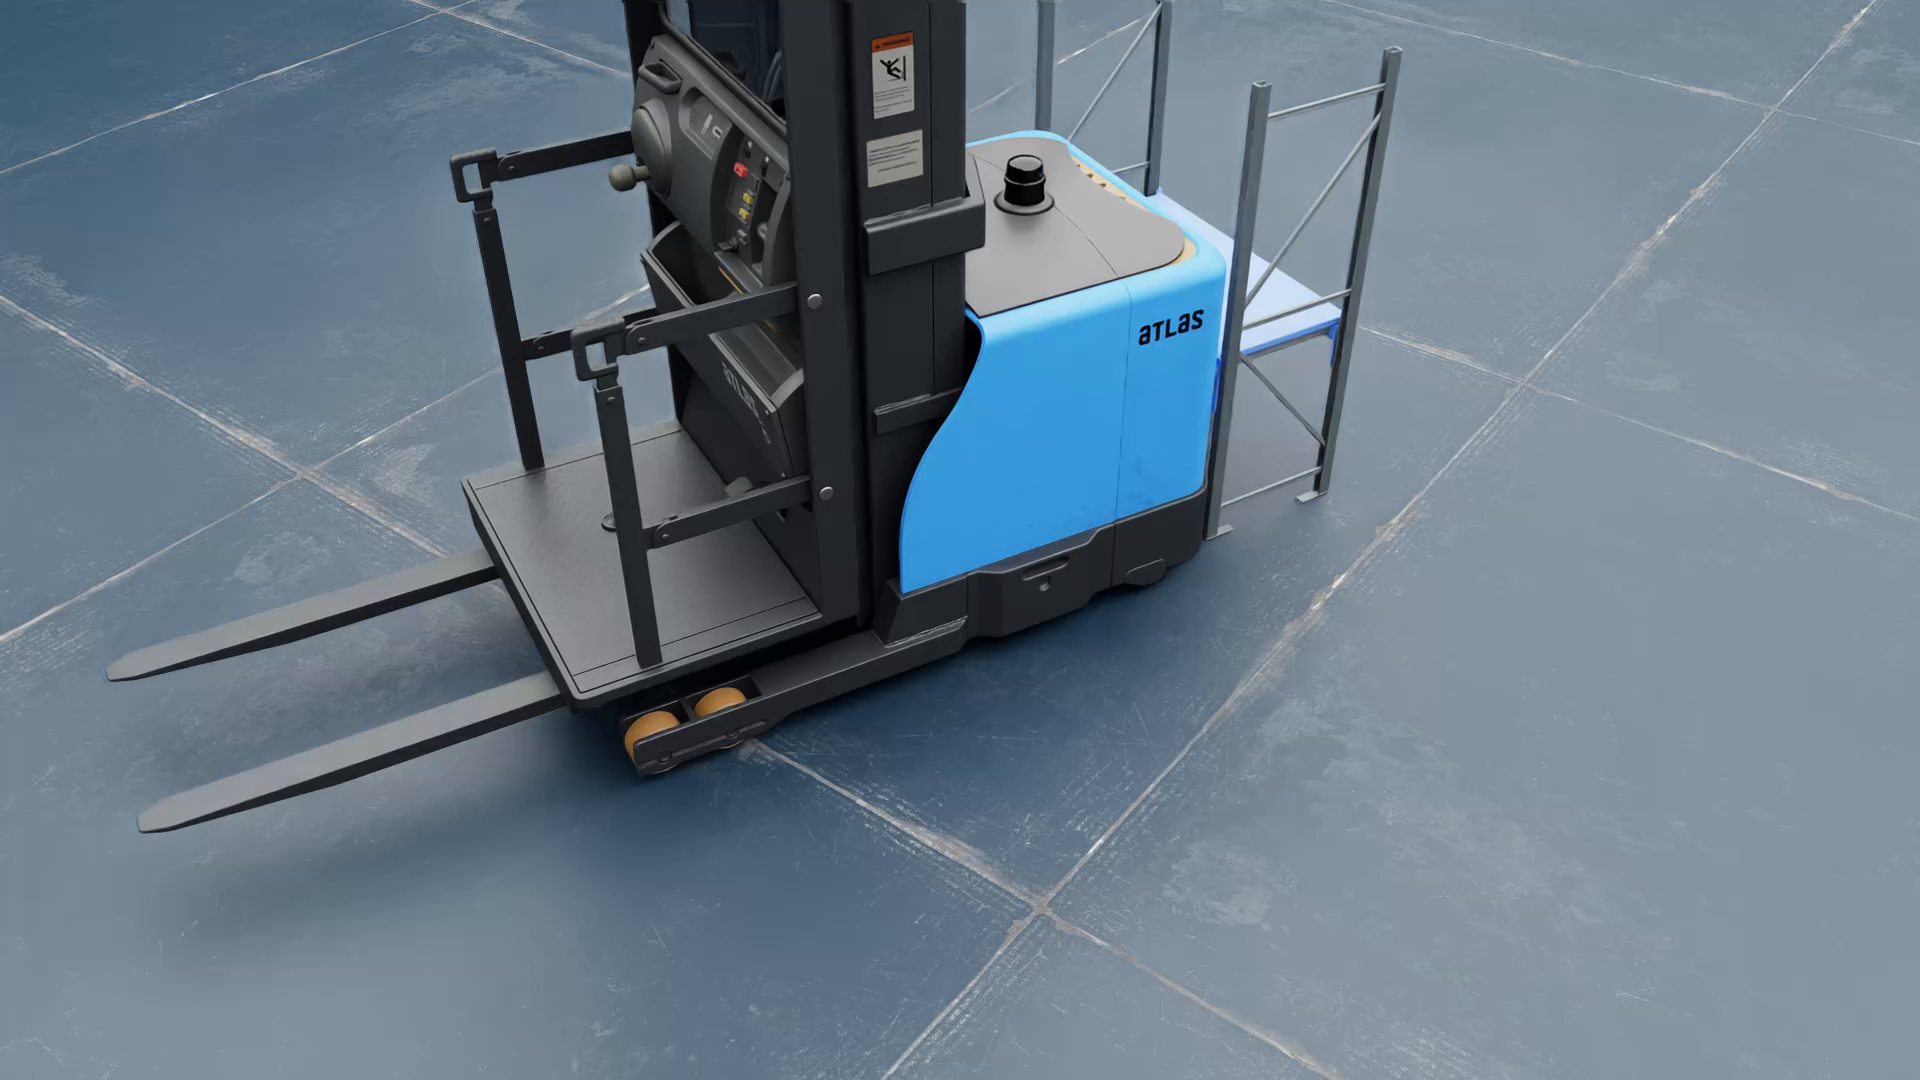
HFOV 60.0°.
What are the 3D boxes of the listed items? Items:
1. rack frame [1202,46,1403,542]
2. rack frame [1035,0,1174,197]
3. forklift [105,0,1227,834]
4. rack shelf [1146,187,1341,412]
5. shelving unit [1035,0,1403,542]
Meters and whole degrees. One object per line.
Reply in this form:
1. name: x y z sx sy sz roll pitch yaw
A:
1. rack frame: 0.983 -0.672 4.892 0.500 1.500 0.032 -20 42 -24
2. rack frame: 0.462 -1.210 5.579 0.500 1.500 0.032 -20 42 -24
3. forklift: -0.800 -0.903 4.026 3.031 2.935 1.130 -19 42 -22
4. rack shelf: 0.723 -0.799 5.346 0.538 0.185 1.000 -20 42 -24
5. shelving unit: 0.723 -0.941 5.235 0.538 1.500 1.048 -20 42 -24
